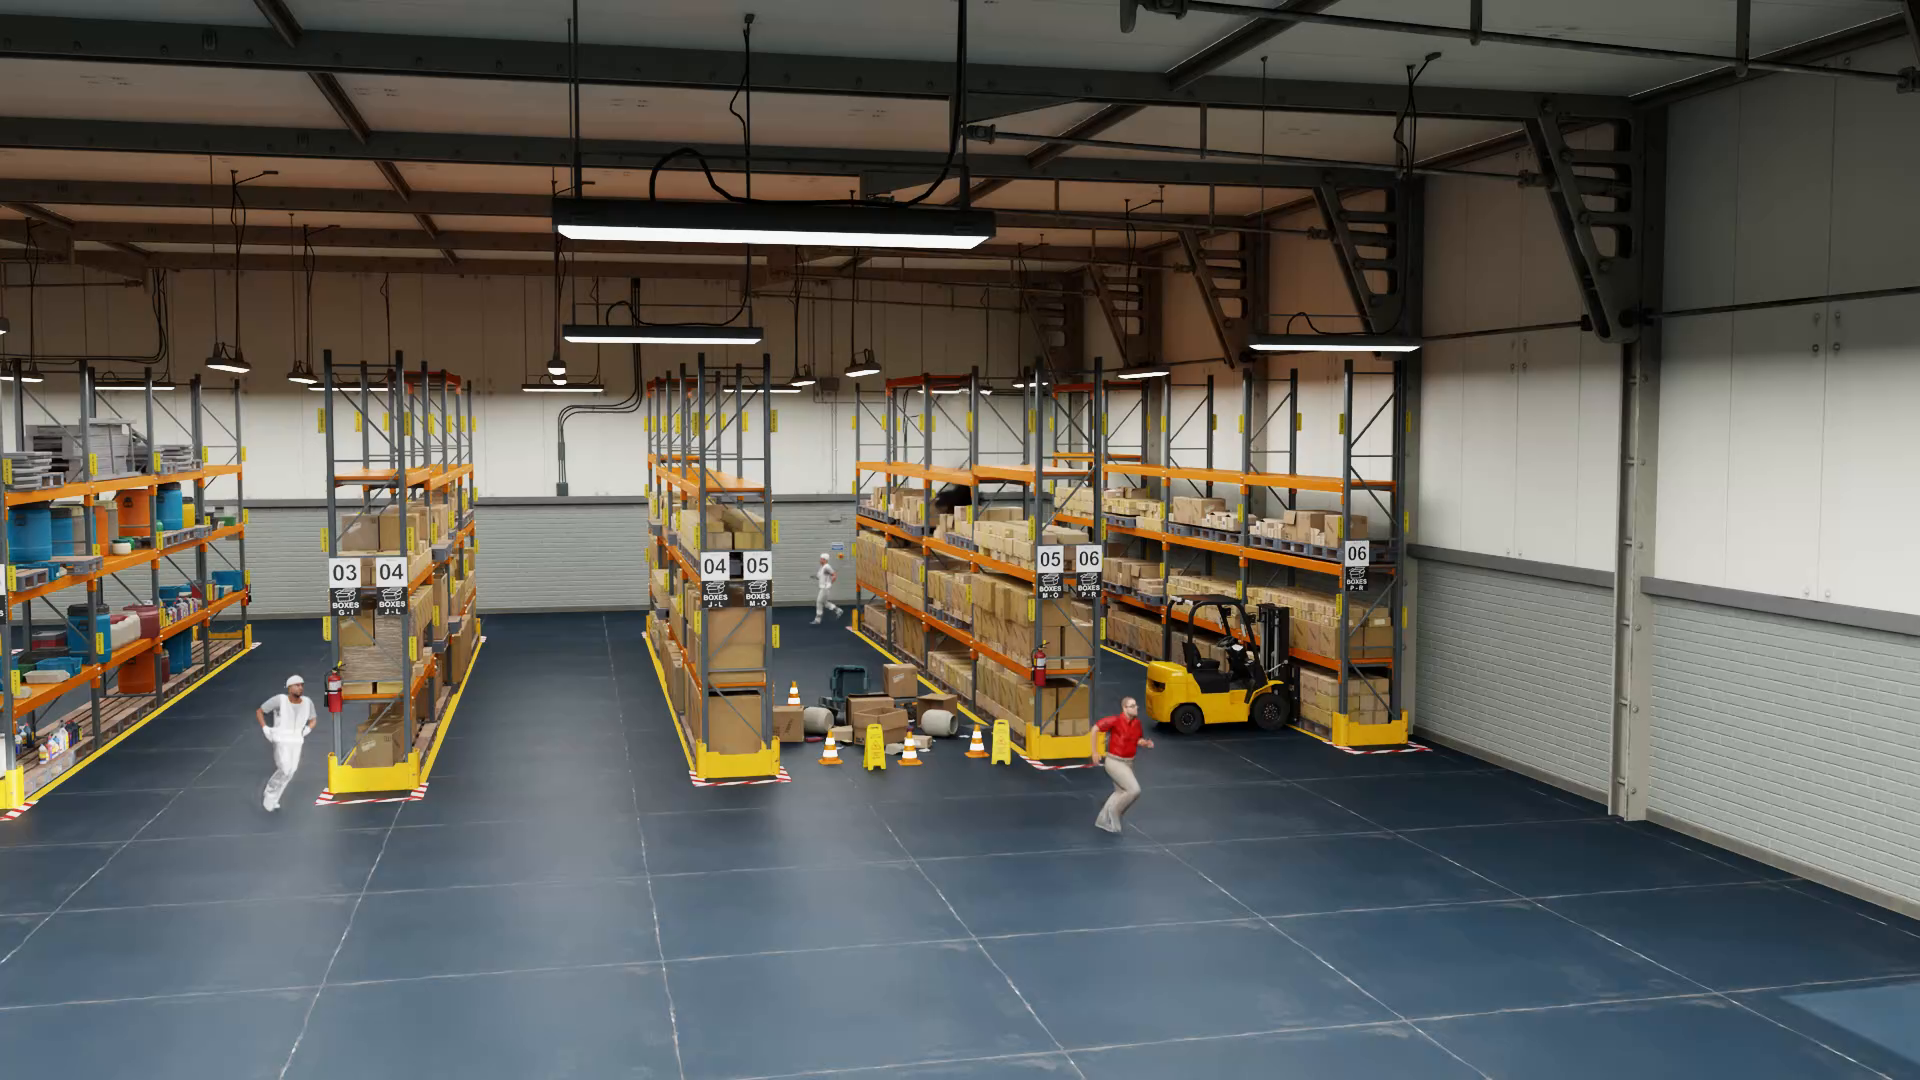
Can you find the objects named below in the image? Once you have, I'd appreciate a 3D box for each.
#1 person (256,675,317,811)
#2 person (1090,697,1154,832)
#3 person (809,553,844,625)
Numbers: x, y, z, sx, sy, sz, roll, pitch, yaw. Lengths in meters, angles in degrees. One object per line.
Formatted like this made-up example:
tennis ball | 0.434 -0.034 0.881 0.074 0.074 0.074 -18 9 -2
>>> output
person | -8.703 2.625 21.607 0.619 1.718 0.709 3 5 38
person | 1.986 2.740 20.186 0.774 1.678 0.700 3 5 41
person | -3.327 1.216 41.422 0.908 1.770 0.668 -1 4 -16
